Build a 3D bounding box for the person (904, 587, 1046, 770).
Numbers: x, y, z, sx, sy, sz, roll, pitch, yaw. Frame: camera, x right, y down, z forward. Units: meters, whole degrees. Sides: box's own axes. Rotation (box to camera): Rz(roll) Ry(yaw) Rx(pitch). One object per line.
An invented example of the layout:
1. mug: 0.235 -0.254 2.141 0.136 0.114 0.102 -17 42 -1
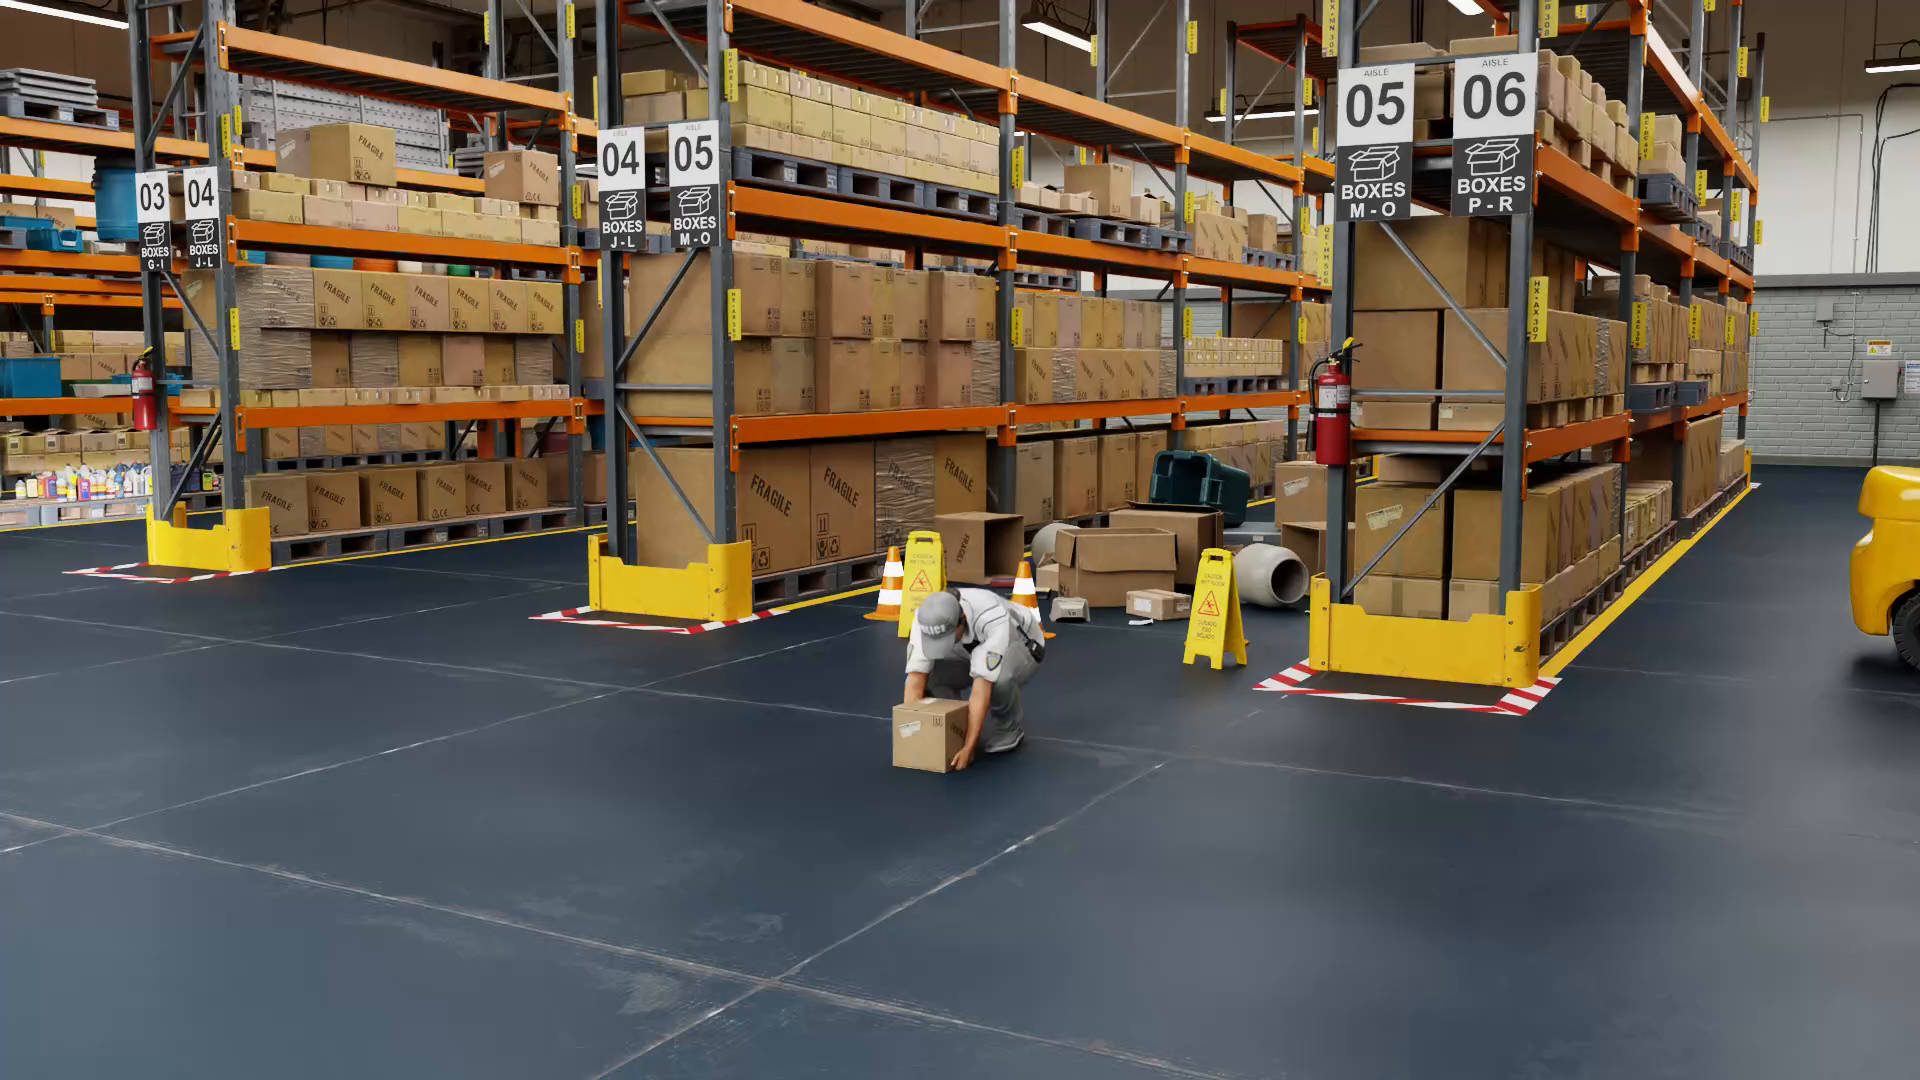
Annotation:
1. person: 0.038 0.573 7.181 0.509 0.801 0.904 3 7 28
